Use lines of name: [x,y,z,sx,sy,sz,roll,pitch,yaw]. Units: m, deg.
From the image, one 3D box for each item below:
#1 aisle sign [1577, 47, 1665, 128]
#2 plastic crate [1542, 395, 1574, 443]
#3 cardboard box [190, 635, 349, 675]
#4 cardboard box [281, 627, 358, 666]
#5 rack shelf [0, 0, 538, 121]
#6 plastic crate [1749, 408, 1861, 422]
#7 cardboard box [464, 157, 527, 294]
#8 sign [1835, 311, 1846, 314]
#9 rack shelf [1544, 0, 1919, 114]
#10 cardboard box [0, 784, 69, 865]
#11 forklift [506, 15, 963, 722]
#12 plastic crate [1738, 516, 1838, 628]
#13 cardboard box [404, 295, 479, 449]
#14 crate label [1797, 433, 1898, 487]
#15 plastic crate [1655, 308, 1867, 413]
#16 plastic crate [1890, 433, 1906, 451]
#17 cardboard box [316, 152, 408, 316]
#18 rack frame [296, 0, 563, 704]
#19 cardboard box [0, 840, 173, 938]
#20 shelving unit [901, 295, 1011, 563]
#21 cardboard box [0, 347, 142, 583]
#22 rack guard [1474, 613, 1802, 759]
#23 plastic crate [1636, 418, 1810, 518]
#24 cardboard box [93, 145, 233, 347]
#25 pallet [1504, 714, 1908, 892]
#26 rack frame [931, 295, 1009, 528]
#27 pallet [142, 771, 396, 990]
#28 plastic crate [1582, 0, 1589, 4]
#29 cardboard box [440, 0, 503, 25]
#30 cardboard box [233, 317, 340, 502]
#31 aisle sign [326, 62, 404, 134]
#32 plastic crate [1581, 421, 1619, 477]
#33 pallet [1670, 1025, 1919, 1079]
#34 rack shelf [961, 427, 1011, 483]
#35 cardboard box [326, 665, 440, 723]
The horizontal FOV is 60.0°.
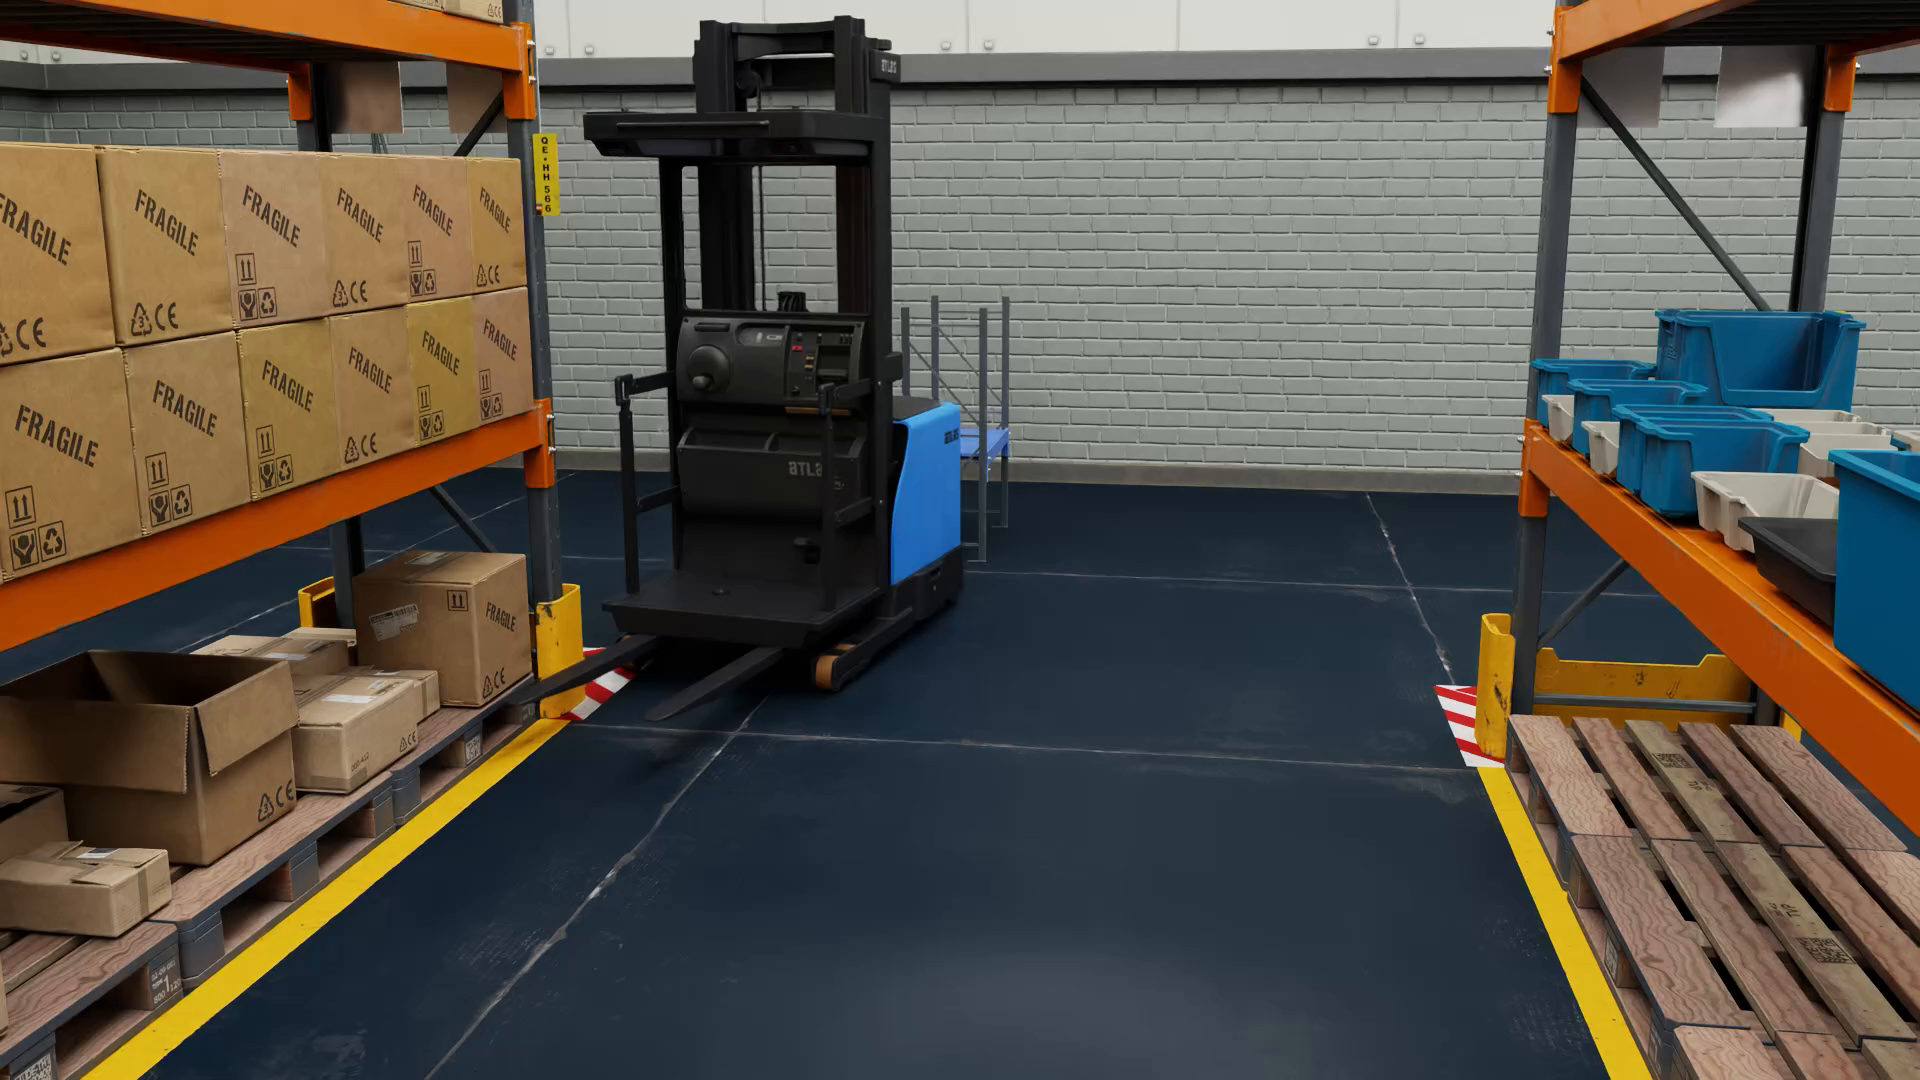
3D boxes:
aisle sign: [2.389,-1.917,6.099,0.394,0.787,0.004,2,12,9]
plastic crate: [2.177,-0.417,5.794,0.250,0.136,0.298,2,12,9]
cardboard box: [-2.664,0.554,6.285,0.500,0.250,0.500,2,12,9]
cardboard box: [-2.627,0.471,6.908,0.380,0.149,0.250,2,12,9]
rack shelf: [-2.531,-1.481,4.835,1.077,0.370,4.000,2,12,9]
plastic crate: [2.724,-0.347,5.465,0.396,0.136,0.243,2,12,9]
cardboard box: [-2.020,-1.219,6.420,0.500,0.500,0.500,2,12,8]
sign: [3.217,-0.687,6.175,0.100,0.325,0.005,2,12,9]
rack shelf: [2.363,-1.320,4.087,1.077,0.370,4.000,2,12,9]
cardboard box: [-2.915,0.865,4.698,0.500,0.311,0.500,2,12,9]
forklift: [-0.952,-0.856,7.510,1.130,2.935,3.031,4,13,19]
plastic crate: [1.962,0.074,3.539,0.437,0.125,0.590,2,12,9]
cardboard box: [-2.099,-0.622,6.022,0.500,0.500,0.500,2,12,9]
crate label: [2.647,-0.228,4.915,0.396,0.136,0.243,2,12,9]
plastic crate: [2.804,-0.593,5.897,0.616,0.435,0.499,2,12,9]
plastic crate: [2.608,-0.134,4.248,0.416,0.233,0.300,2,12,9]
cardboard box: [-2.172,-1.006,5.431,0.500,0.500,0.500,2,12,10]
rack frame: [-2.223,-0.783,7.007,1.000,3.000,0.127,2,12,9]
cardboard box: [-2.437,0.959,4.606,0.380,0.166,0.250,2,12,9]
shelving unit: [-0.013,-0.715,10.253,0.538,1.500,1.048,2,12,9]
cardboard box: [-2.415,-0.203,4.079,0.500,0.500,0.500,2,12,10]
rack guard: [2.662,0.595,6.547,1.175,0.500,0.348,2,12,9]
plastic crate: [2.059,-0.192,4.520,0.416,0.233,0.300,2,12,9]
cardboard box: [-2.329,-0.792,4.435,0.500,0.500,0.500,2,12,7]
pallet: [2.506,0.912,5.762,1.003,0.211,1.213,2,12,9]
rack frame: [0.065,-0.821,10.744,0.500,1.500,0.032,2,12,9]
pallet: [-2.546,1.015,5.282,1.003,0.211,1.213,2,12,9]
plastic crate: [2.336,-1.953,5.627,0.497,0.269,0.590,2,12,9]
cardboard box: [-2.041,-2.061,6.171,0.500,0.250,0.500,2,12,9]
cardboard box: [-2.259,-0.413,5.054,0.500,0.500,0.500,2,12,8]
aisle sign: [-2.503,-2.078,6.843,0.394,0.787,0.004,2,12,9]
plastic crate: [2.072,-0.276,5.139,0.250,0.136,0.298,2,12,9]
pallet: [2.131,1.420,3.405,1.003,0.211,1.213,2,12,9]
rack shelf: [-0.013,-0.540,10.291,0.538,0.185,1.000,2,12,9]
cardboard box: [-2.214,0.589,6.319,0.380,0.166,0.250,2,12,9]
